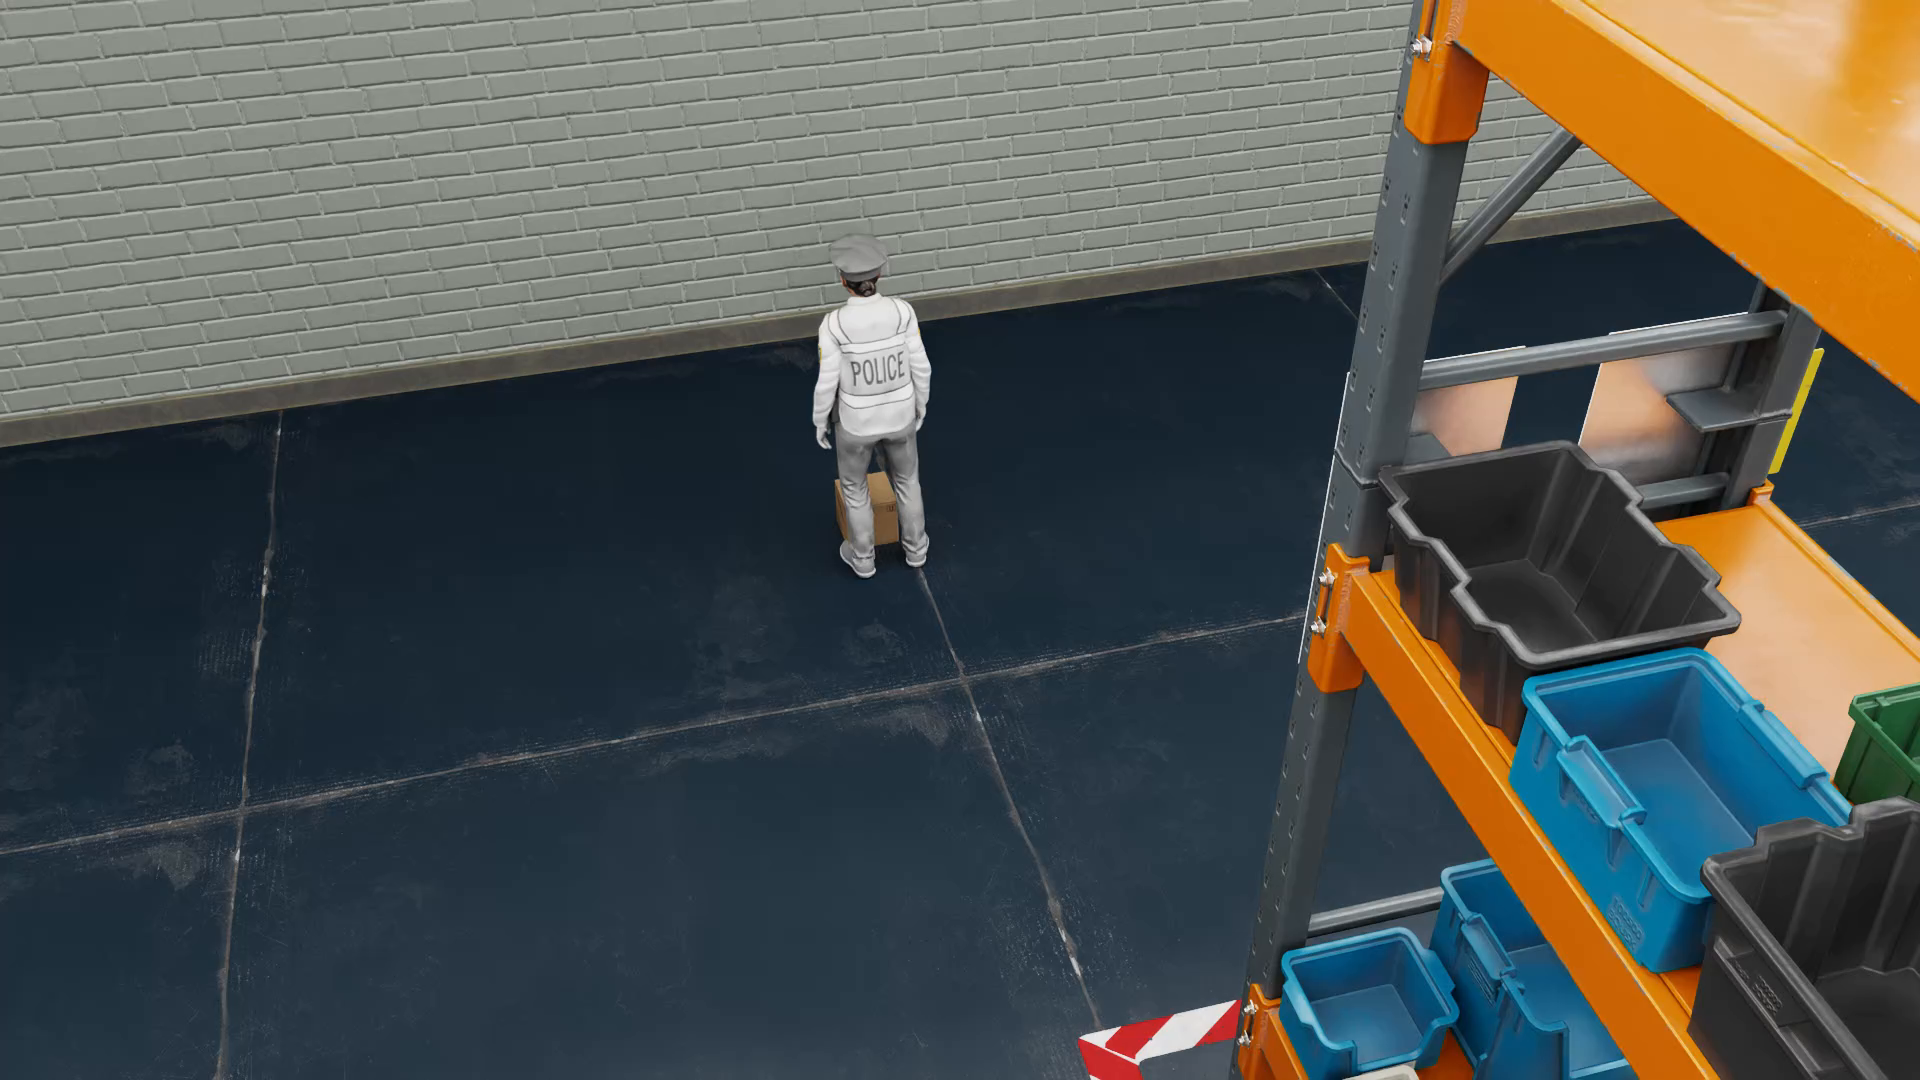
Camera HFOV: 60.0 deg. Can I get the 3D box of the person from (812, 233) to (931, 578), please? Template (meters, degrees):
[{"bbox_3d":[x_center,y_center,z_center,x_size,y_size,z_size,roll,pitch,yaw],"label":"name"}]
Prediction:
[{"bbox_3d":[-0.388,-0.551,7.403,0.547,1.666,0.371,-12,40,-14],"label":"person"}]
